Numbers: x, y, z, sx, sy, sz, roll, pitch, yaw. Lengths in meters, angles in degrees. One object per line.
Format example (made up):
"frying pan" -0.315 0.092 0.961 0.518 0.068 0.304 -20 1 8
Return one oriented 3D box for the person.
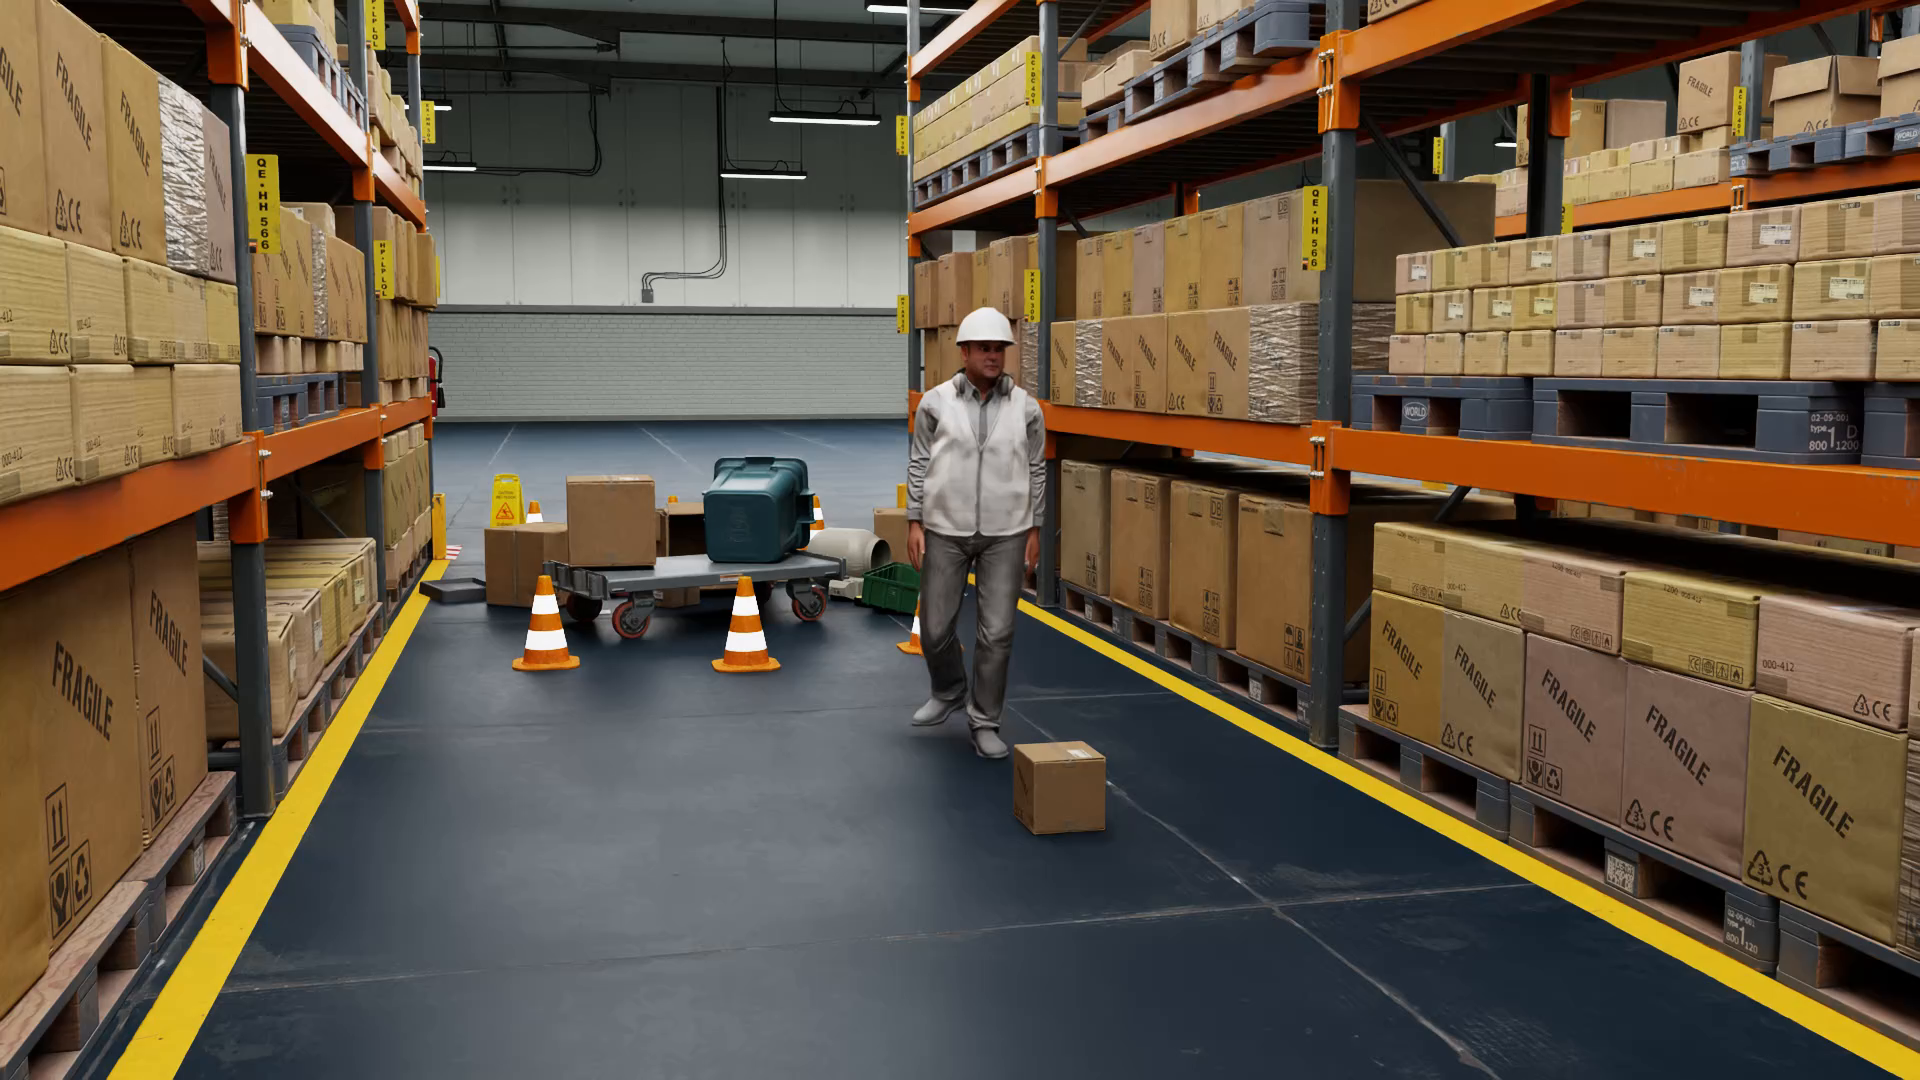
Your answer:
"person" 0.065 -0.038 6.694 0.563 1.777 0.552 0 6 -2
